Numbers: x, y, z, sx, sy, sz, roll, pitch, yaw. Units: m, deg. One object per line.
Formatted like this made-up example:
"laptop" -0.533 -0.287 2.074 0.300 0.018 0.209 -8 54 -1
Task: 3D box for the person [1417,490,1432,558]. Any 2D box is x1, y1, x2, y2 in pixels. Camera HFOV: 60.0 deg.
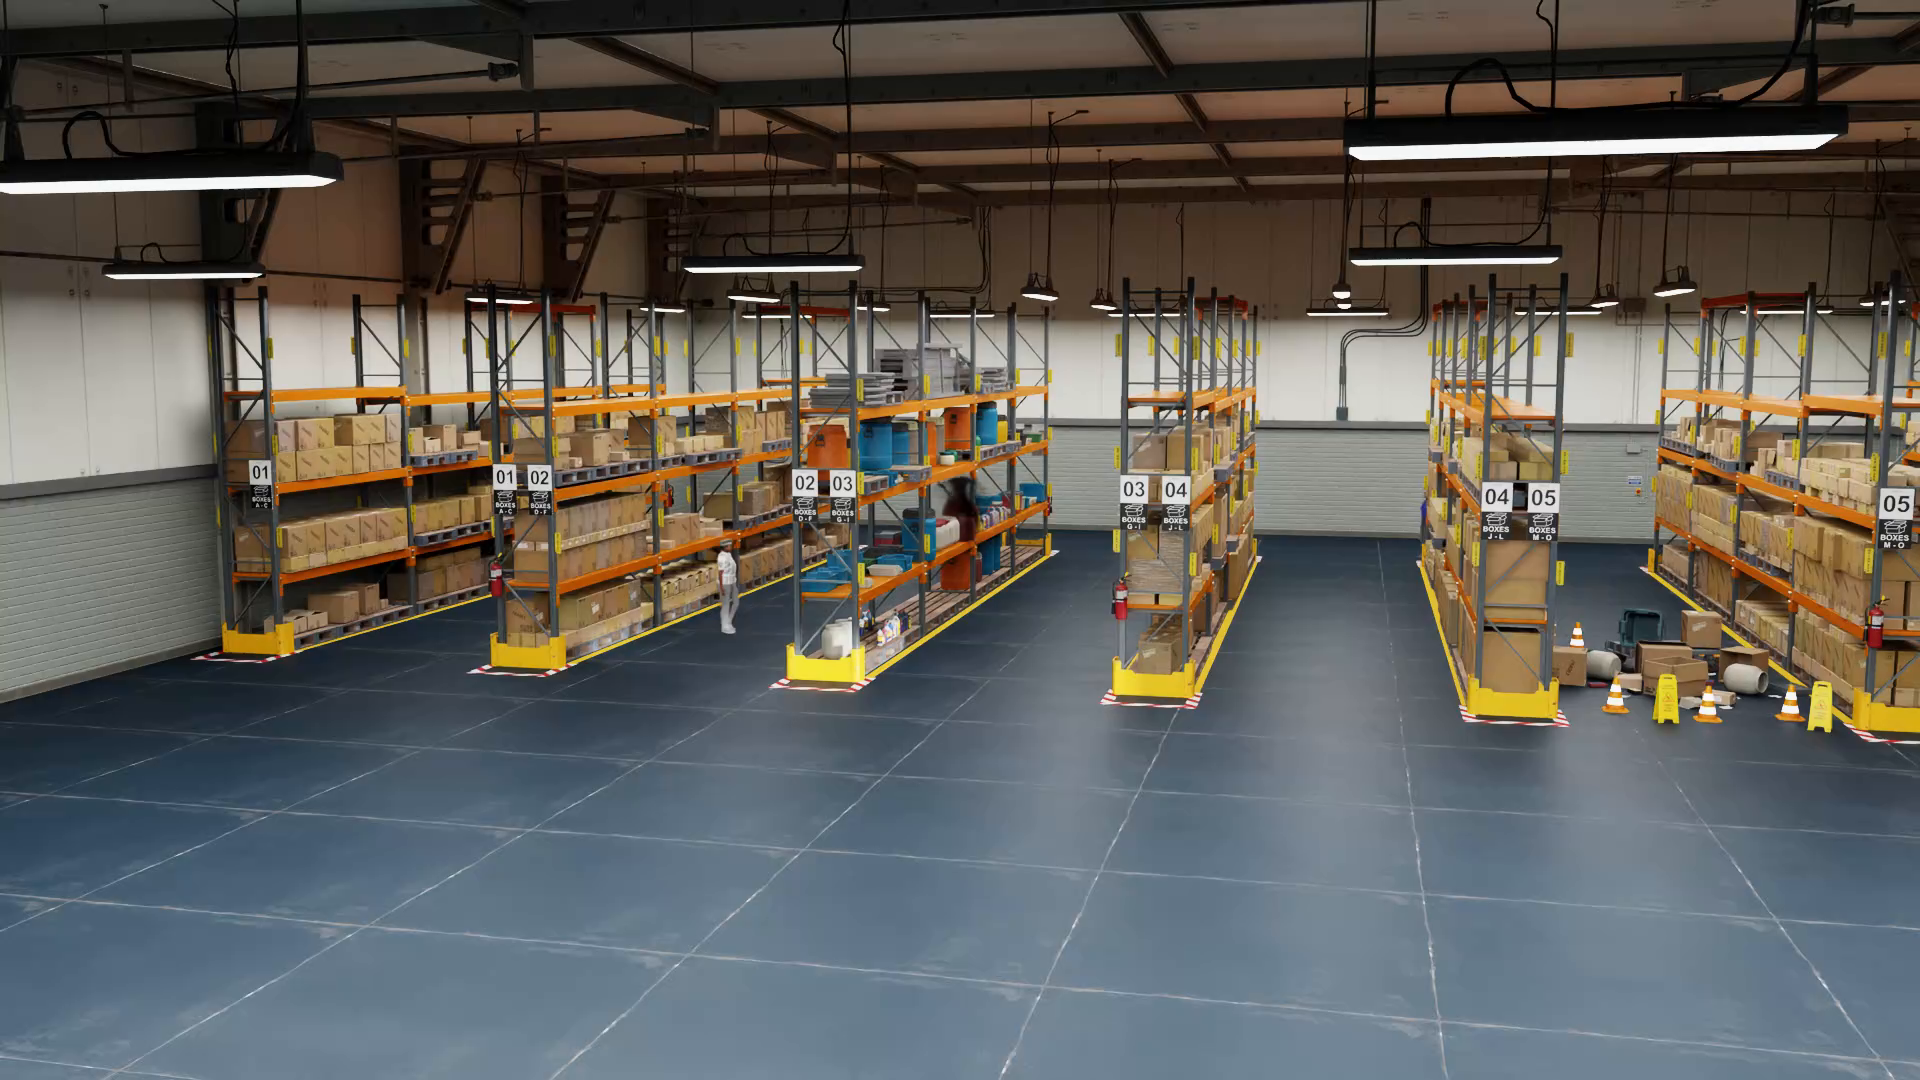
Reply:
"person" 11.217 -0.392 39.746 0.524 1.643 0.491 -3 7 -22

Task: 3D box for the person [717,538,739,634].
"person" -4.126 0.813 29.441 0.421 1.718 0.540 2 7 19

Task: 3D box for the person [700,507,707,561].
"person" -5.828 -0.232 38.733 0.600 1.671 0.908 2 7 14
